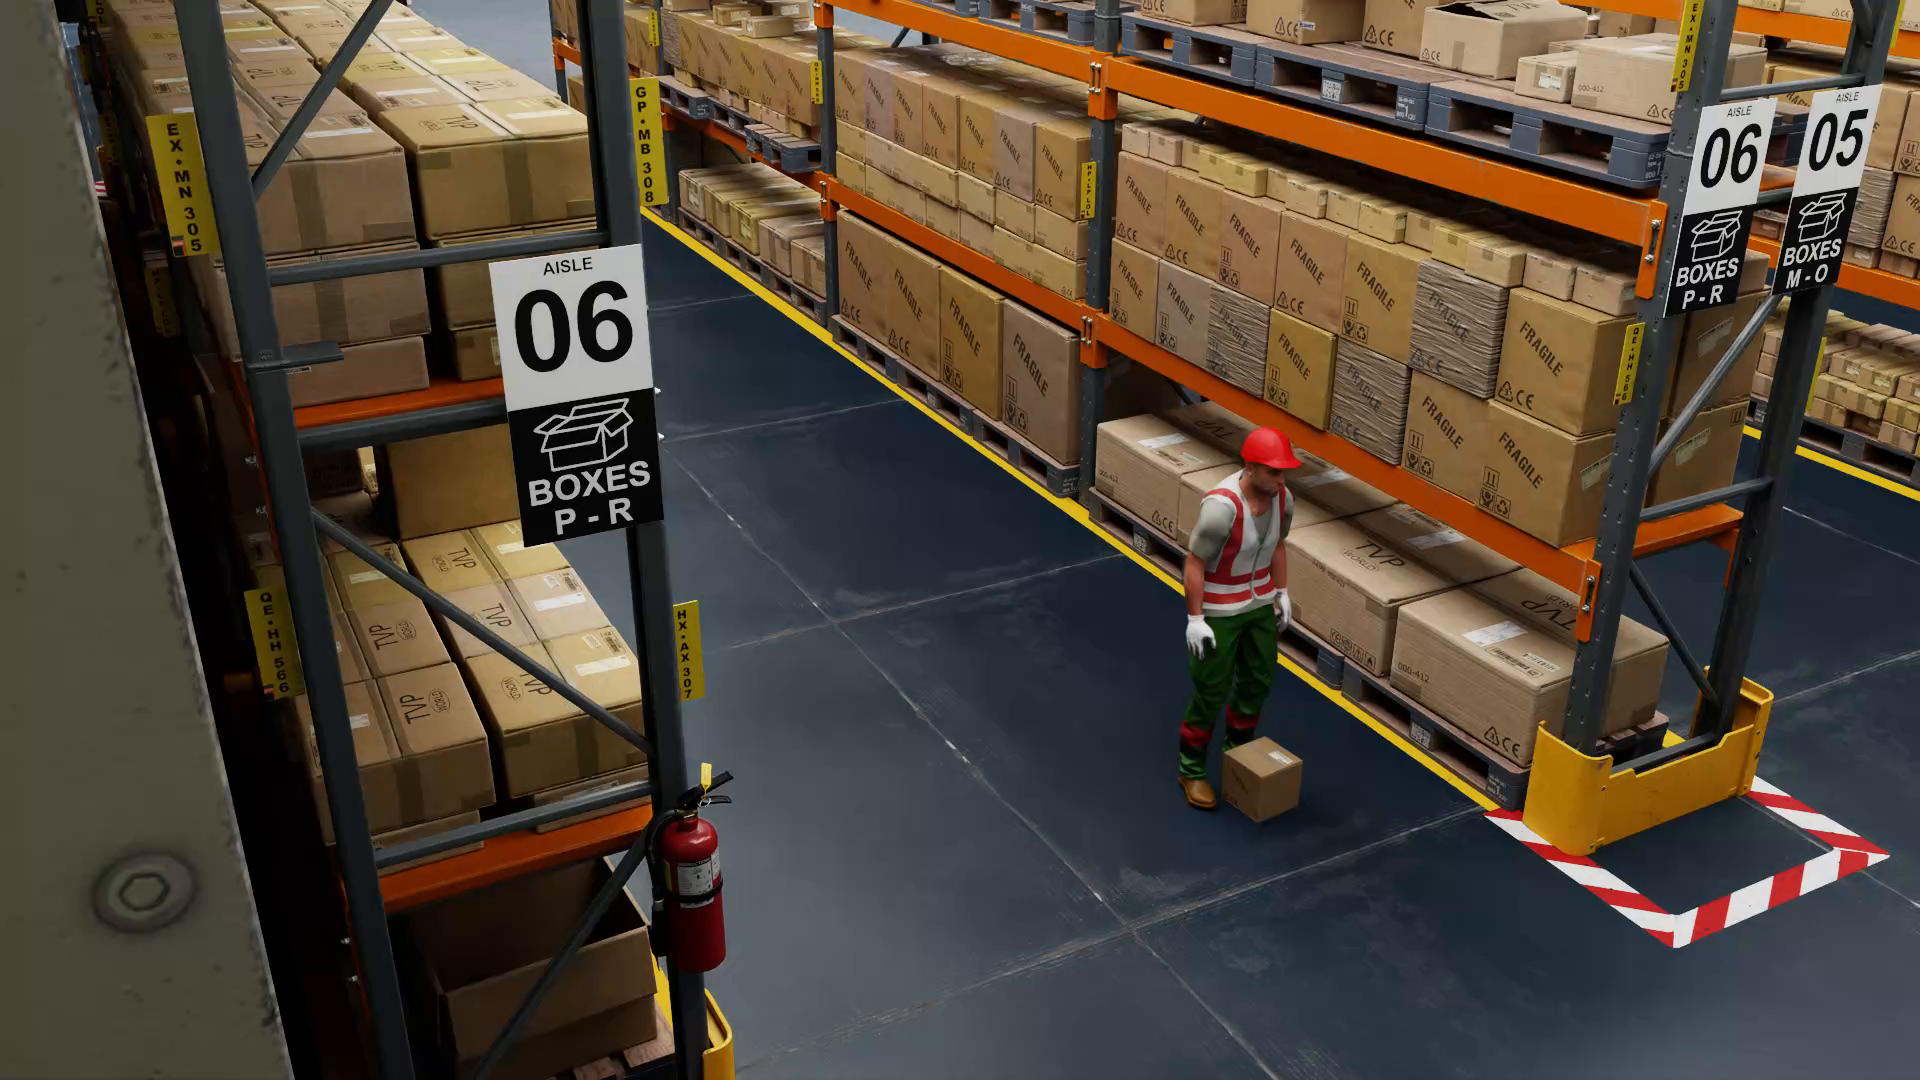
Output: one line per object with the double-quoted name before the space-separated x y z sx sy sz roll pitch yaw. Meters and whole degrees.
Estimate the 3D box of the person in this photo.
"person" 1.248 0.321 7.415 0.610 1.777 0.451 -16 29 -30
